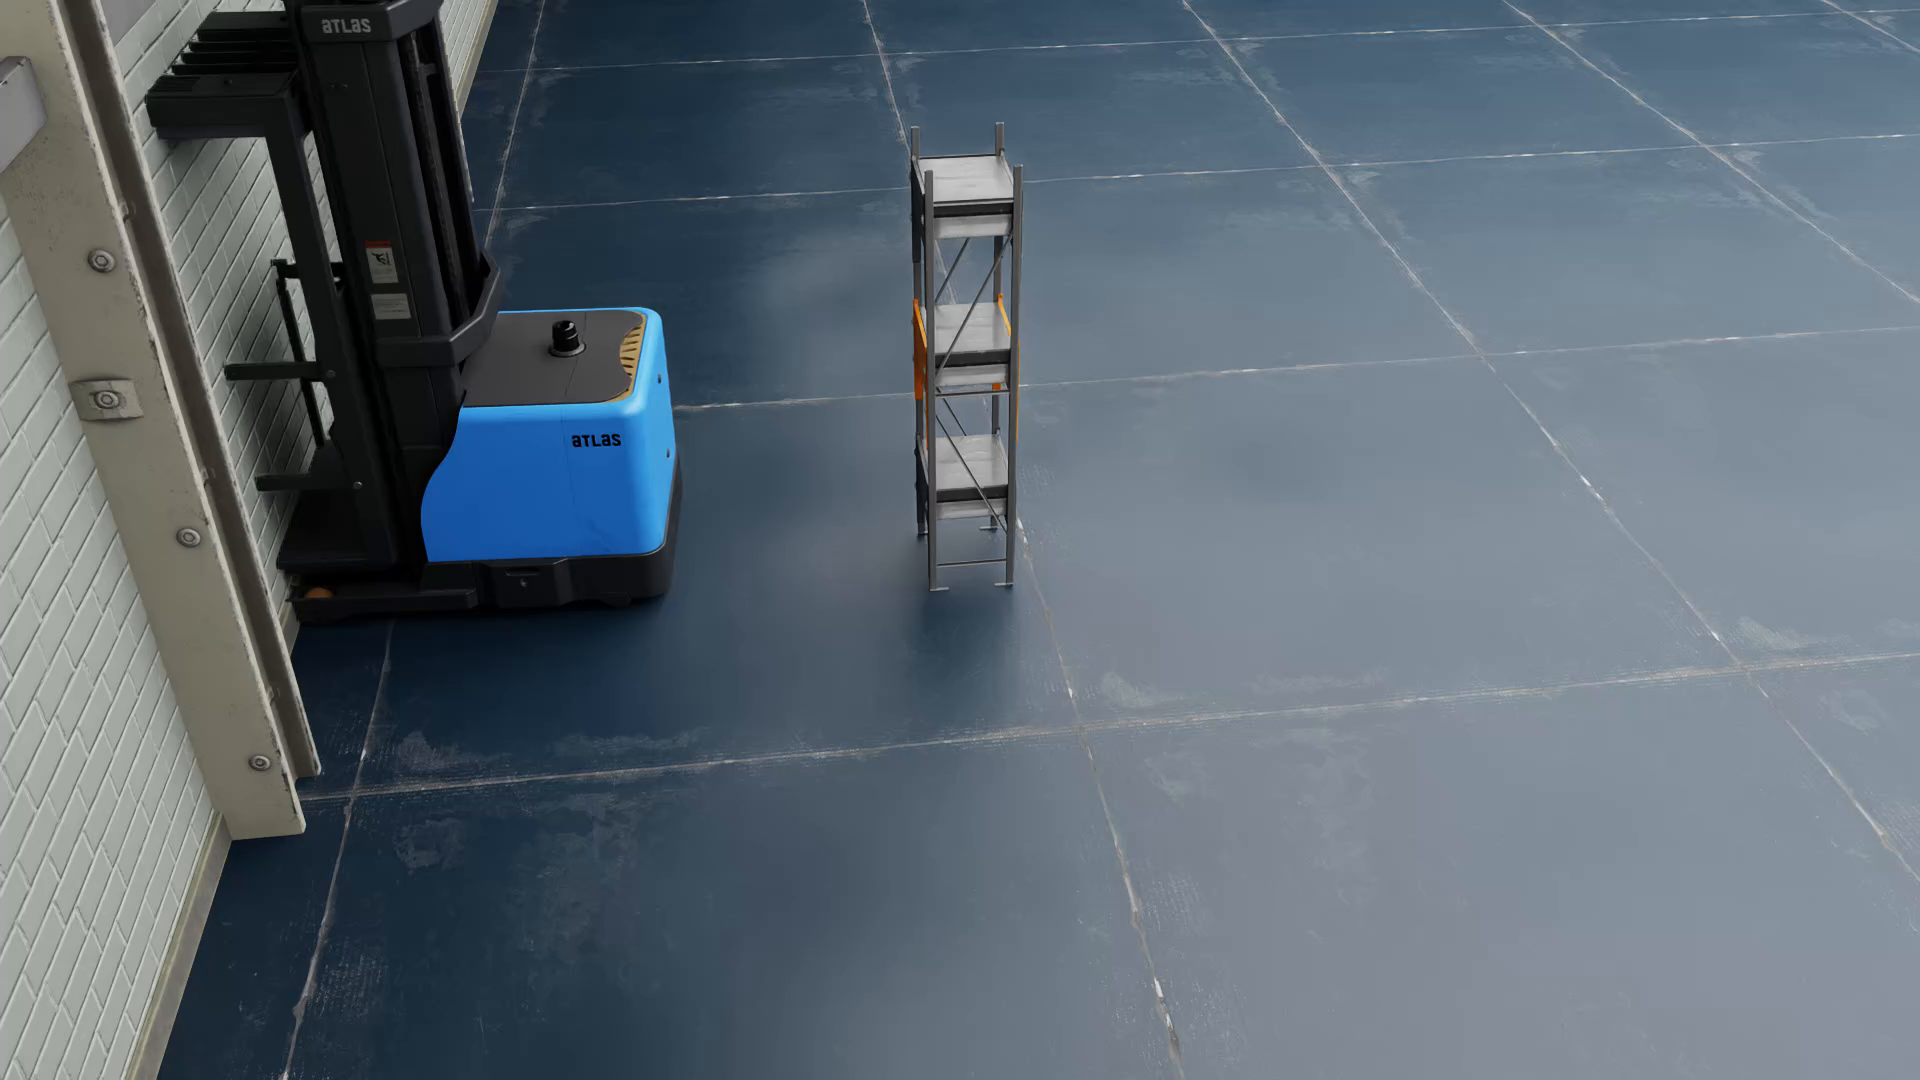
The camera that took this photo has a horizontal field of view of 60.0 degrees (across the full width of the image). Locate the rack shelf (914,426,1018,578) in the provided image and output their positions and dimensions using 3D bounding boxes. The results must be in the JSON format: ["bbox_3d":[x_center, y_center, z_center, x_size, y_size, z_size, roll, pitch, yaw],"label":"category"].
[{"bbox_3d":[0.022,-0.186,7.925,0.431,0.518,0.480,-4,35,-6],"label":"rack shelf"}]

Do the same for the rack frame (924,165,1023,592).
[{"bbox_3d":[0.055,-0.639,7.323,0.400,2.100,0.015,-4,35,-6],"label":"rack frame"}]

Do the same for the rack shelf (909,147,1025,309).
[{"bbox_3d":[0.022,-1.342,7.137,0.431,0.518,0.480,-4,35,-6],"label":"rack shelf"}]

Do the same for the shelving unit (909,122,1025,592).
[{"bbox_3d":[0.022,-0.775,7.523,0.431,2.100,0.503,-4,35,-6],"label":"shelving unit"}]

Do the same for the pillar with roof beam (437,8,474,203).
[{"bbox_3d":[0.692,-6.336,9.556,9.100,9.000,0.400,-4,35,-6],"label":"pillar with roof beam"}]

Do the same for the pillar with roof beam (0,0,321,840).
[{"bbox_3d":[1.499,-2.987,4.643,9.100,9.000,0.400,-4,35,-6],"label":"pillar with roof beam"}]

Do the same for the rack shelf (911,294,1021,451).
[{"bbox_3d":[0.022,-0.764,7.531,0.431,0.518,0.480,-4,35,-6],"label":"rack shelf"}]

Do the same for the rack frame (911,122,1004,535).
[{"bbox_3d":[-0.011,-0.911,7.723,0.400,2.100,0.015,-4,35,-6],"label":"rack frame"}]

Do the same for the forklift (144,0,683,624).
[{"bbox_3d":[-2.901,-1.124,7.297,3.031,2.935,1.130,-2,34,-3],"label":"forklift"}]
